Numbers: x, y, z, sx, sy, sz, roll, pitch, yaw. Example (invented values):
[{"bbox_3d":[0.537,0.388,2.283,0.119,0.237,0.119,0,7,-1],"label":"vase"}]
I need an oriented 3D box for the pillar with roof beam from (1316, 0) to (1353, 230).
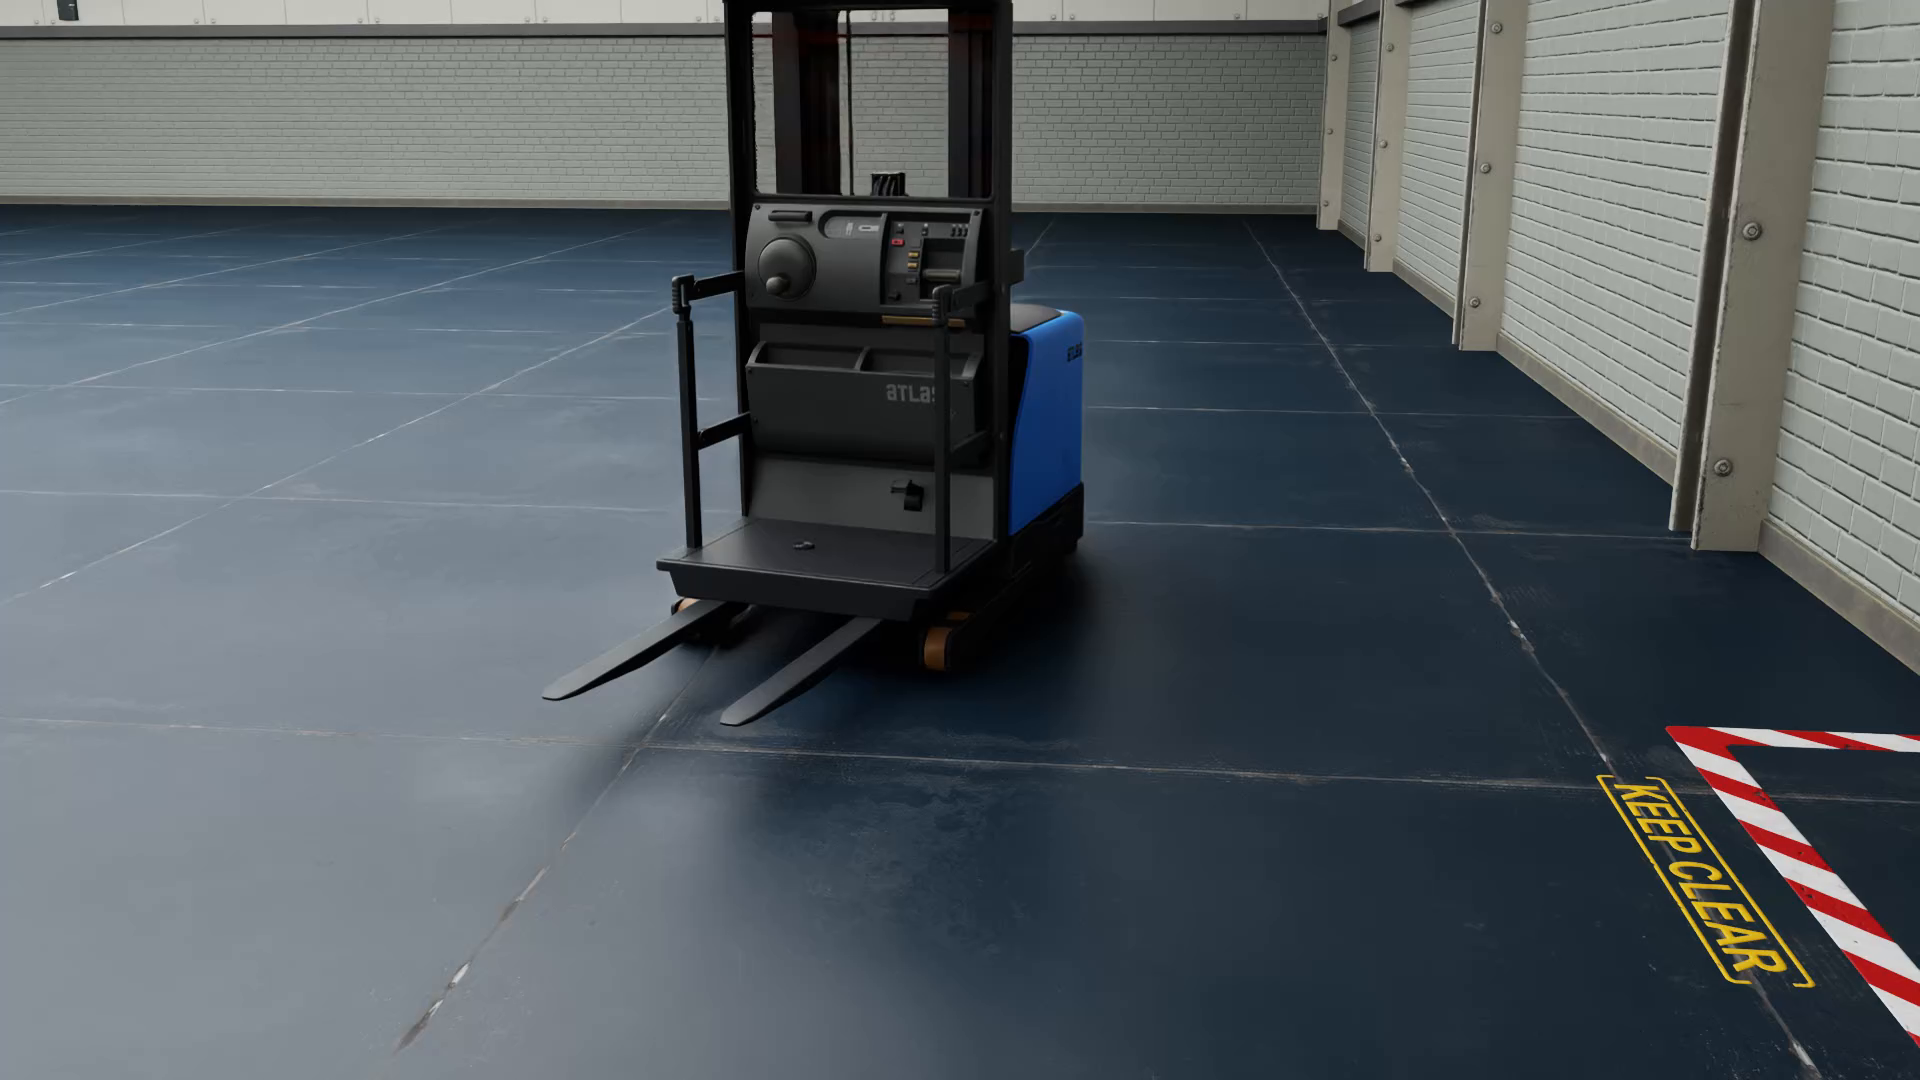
[{"bbox_3d":[1.241,-9.142,24.233,9.100,9.000,0.400,2,15,6],"label":"pillar with roof beam"}]

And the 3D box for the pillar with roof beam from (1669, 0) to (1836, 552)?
[{"bbox_3d":[-0.790,-4.474,6.968,9.100,9.000,0.400,2,15,6],"label":"pillar with roof beam"}]

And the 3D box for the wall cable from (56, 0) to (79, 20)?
[{"bbox_3d":[-14.703,-12.027,28.384,2.305,6.003,0.169,2,15,6],"label":"wall cable"}]

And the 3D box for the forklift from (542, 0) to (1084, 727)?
[{"bbox_3d":[-0.434,-1.063,5.980,1.130,2.935,3.031,5,16,20],"label":"forklift"}]

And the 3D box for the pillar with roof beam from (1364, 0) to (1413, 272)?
[{"bbox_3d":[0.564,-7.586,18.478,9.100,9.000,0.400,2,15,6],"label":"pillar with roof beam"}]

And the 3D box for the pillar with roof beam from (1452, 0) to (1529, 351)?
[{"bbox_3d":[-0.113,-6.030,12.723,9.100,9.000,0.400,2,15,6],"label":"pillar with roof beam"}]
